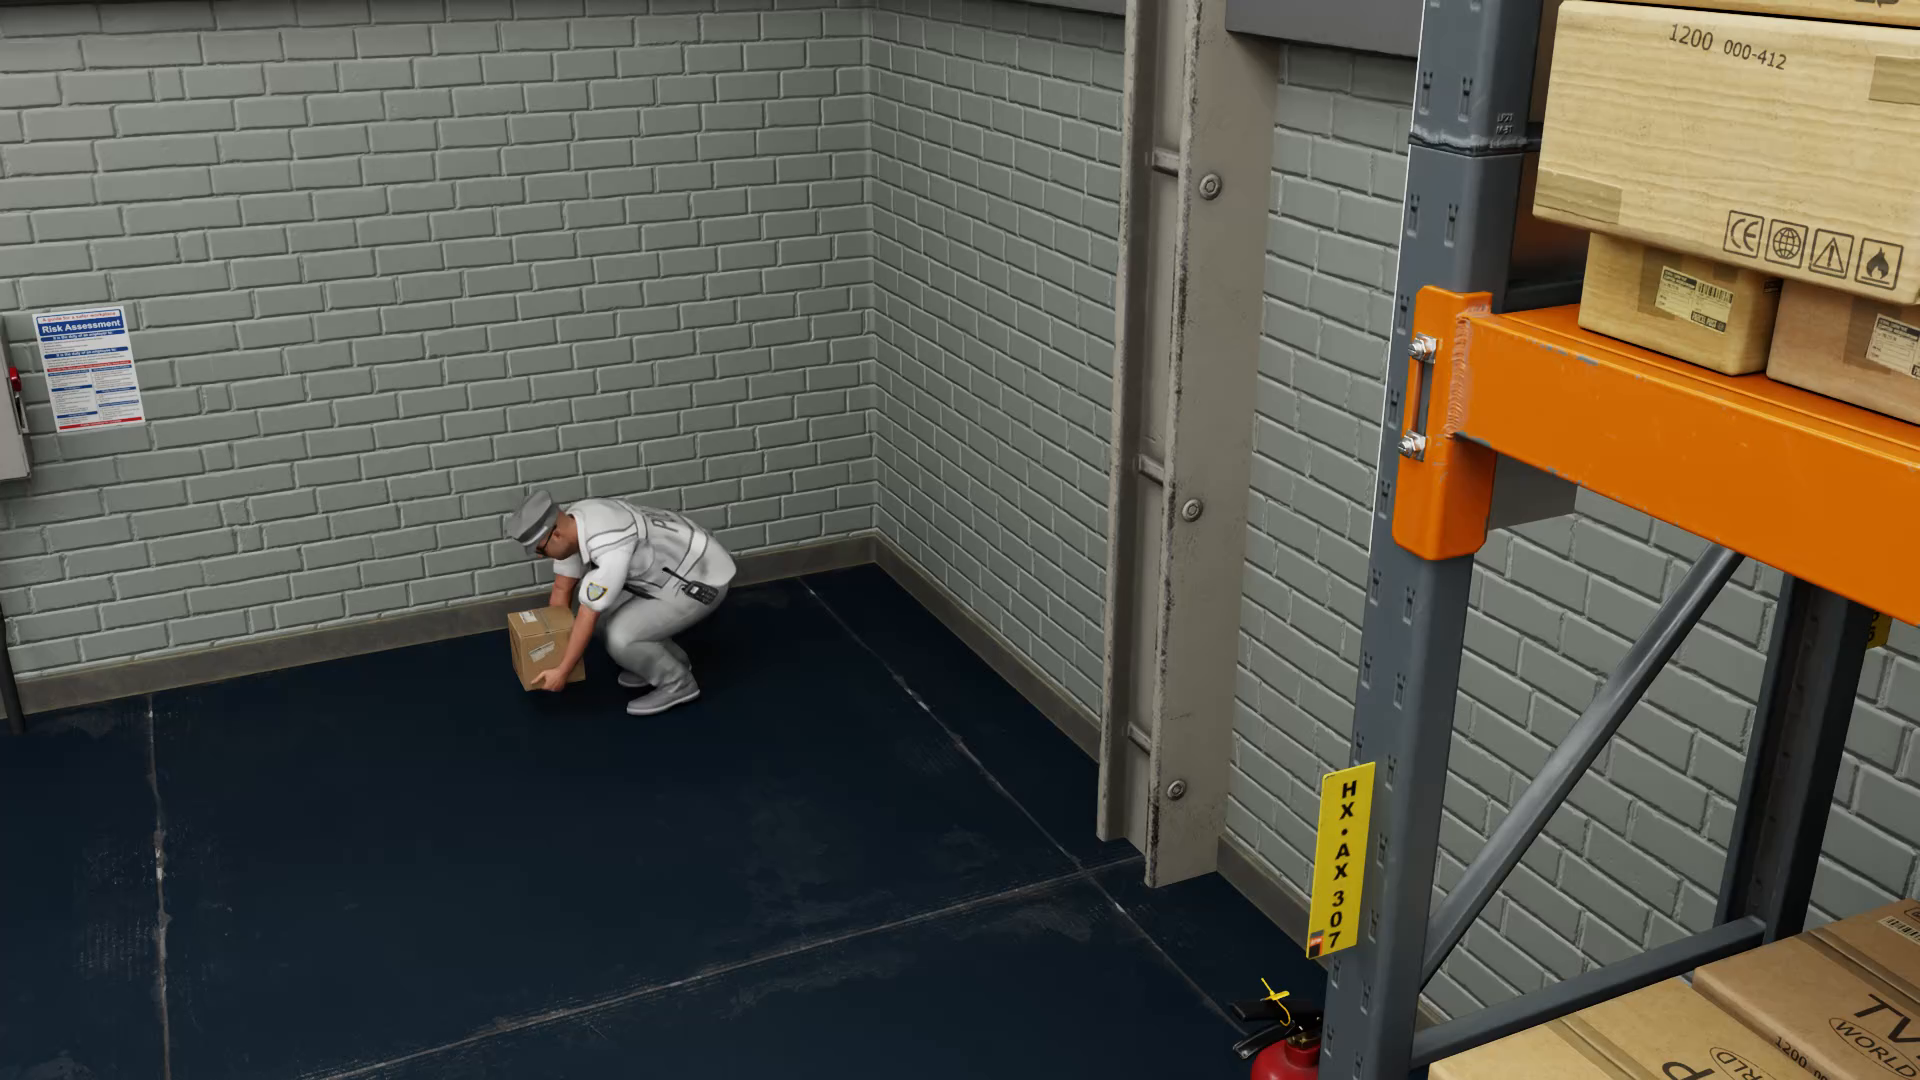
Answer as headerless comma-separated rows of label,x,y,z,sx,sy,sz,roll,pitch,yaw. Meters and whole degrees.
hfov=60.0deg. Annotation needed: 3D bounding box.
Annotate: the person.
person,-1.418,0.223,7.016,0.949,1.025,0.532,-11,24,-25
